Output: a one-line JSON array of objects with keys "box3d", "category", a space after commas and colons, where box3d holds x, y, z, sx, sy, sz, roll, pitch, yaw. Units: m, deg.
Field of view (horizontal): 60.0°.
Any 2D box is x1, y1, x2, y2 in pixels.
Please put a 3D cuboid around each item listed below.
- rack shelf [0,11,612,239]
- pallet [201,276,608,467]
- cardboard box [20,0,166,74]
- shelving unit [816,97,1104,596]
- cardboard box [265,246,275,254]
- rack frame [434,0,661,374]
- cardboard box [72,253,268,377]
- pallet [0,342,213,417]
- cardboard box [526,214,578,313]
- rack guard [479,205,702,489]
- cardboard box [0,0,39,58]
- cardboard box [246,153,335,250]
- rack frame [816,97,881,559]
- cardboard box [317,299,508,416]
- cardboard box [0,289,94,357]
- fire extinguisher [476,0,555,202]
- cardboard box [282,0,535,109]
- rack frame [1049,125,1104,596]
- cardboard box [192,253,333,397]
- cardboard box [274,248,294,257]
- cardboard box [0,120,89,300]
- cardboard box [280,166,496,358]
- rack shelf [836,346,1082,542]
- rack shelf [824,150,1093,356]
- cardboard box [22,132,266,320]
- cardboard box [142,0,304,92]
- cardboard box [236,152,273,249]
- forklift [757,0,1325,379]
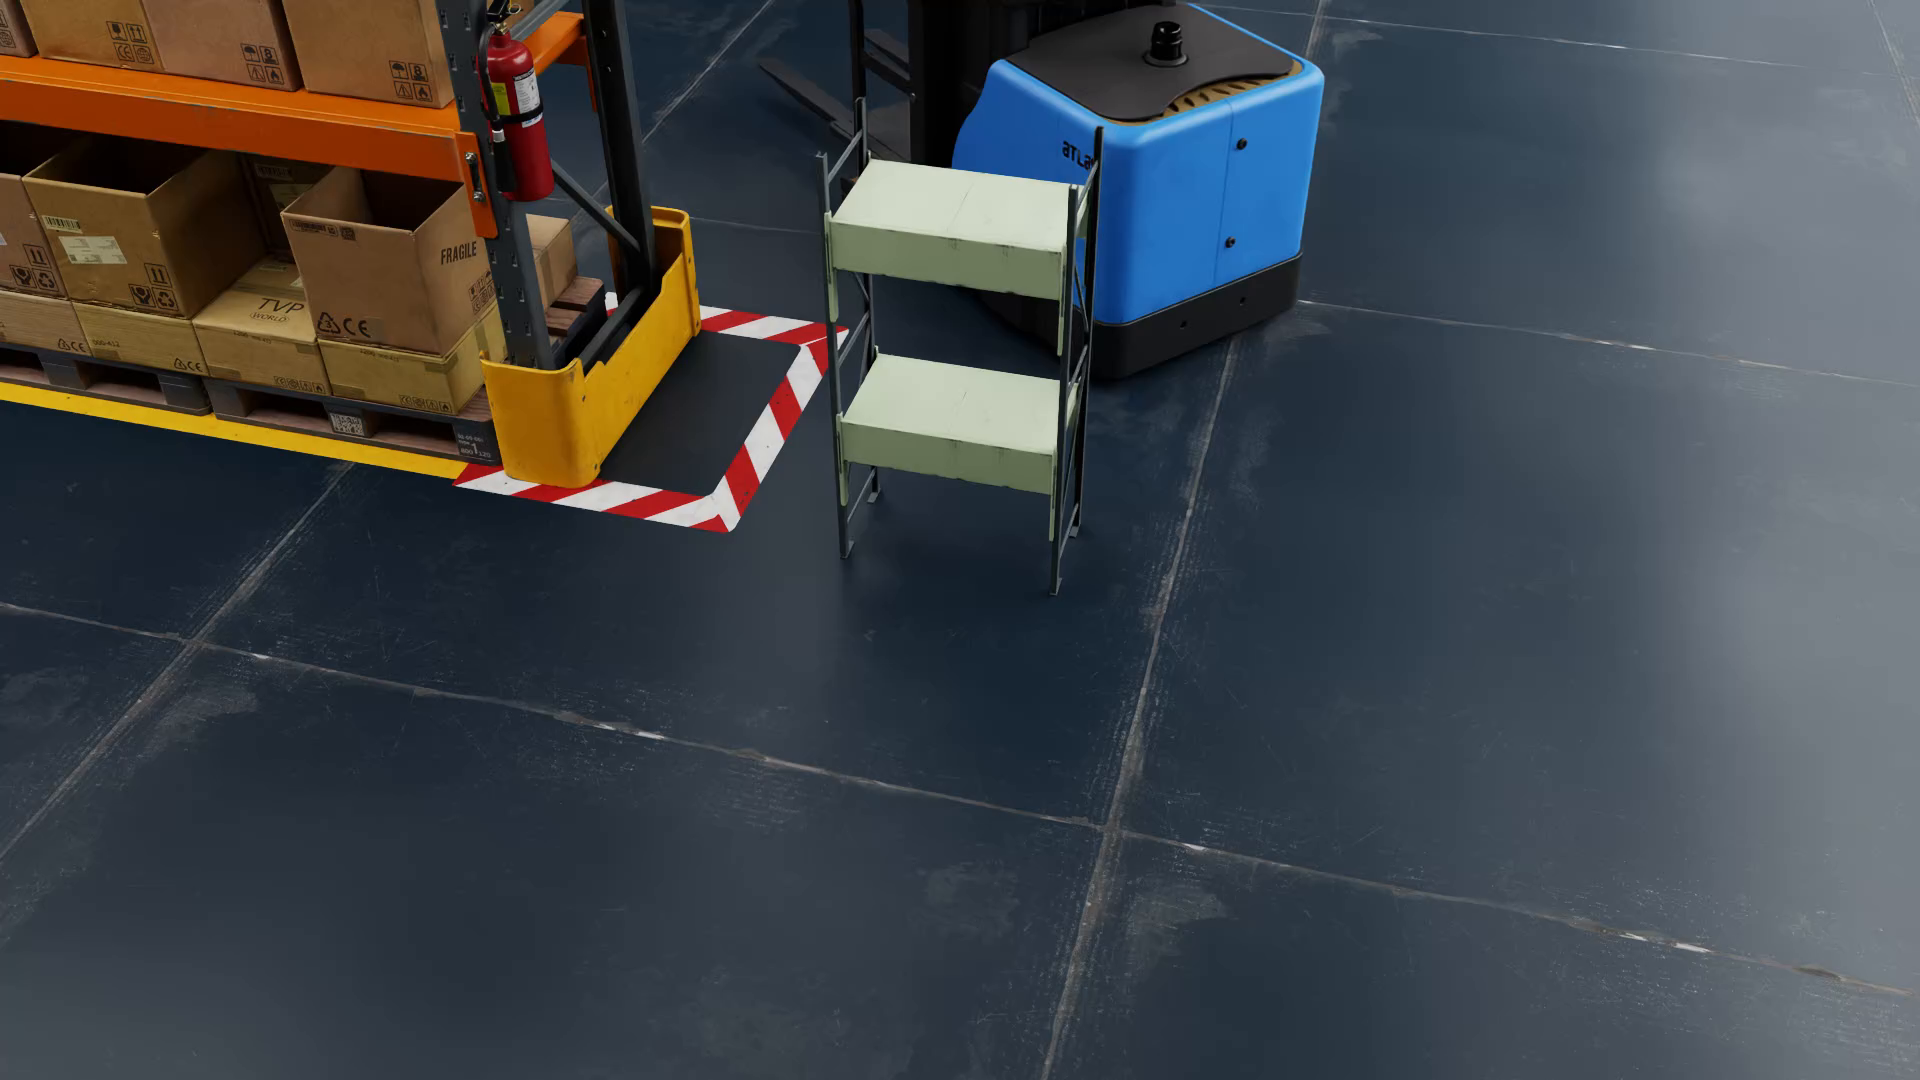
[{"box3d": [-3.312, -1.775, 6.090, 4.000, 0.370, 1.077, 10, 41, 11], "category": "rack shelf"}, {"box3d": [-2.129, -0.751, 6.480, 1.213, 0.211, 1.003, 10, 41, 11], "category": "pallet"}, {"box3d": [-2.814, -2.012, 5.736, 0.500, 0.500, 0.700, 10, 41, 12], "category": "cardboard box"}, {"box3d": [0.006, -0.573, 5.266, 0.755, 1.500, 0.431, 10, 41, 11], "category": "shelving unit"}, {"box3d": [-2.807, -1.217, 6.679, 0.500, 0.250, 0.500, 10, 41, 11], "category": "cardboard box"}, {"box3d": [-1.380, -1.718, 5.463, 0.127, 3.000, 1.000, 10, 41, 11], "category": "rack frame"}, {"box3d": [-2.944, -0.889, 6.288, 0.500, 0.250, 0.500, 10, 41, 11], "category": "cardboard box"}, {"box3d": [-3.304, -0.955, 6.723, 1.213, 0.211, 1.003, 10, 41, 11], "category": "pallet"}, {"box3d": [-1.840, -1.053, 6.483, 0.500, 0.250, 0.500, 10, 41, 11], "category": "cardboard box"}, {"box3d": [-1.357, -0.757, 6.262, 0.348, 0.500, 1.175, 10, 41, 11], "category": "rack guard"}, {"box3d": [-3.324, -2.097, 5.837, 0.500, 0.500, 0.700, 11, 41, 13], "category": "cardboard box"}, {"box3d": [-2.324, -1.422, 6.339, 0.500, 0.500, 0.500, 10, 41, 11], "category": "cardboard box"}, {"box3d": [-0.347, -0.634, 5.339, 0.023, 1.500, 0.400, 10, 41, 11], "category": "rack frame"}, {"box3d": [-1.974, -0.731, 6.100, 0.500, 0.250, 0.500, 10, 41, 11], "category": "cardboard box"}, {"box3d": [-3.426, -0.973, 6.388, 0.500, 0.250, 0.500, 10, 41, 11], "category": "cardboard box"}, {"box3d": [-1.386, -1.380, 5.121, 0.183, 0.674, 0.296, 10, 41, 11], "category": "fire extinguisher"}, {"box3d": [-1.828, -1.842, 5.533, 0.500, 0.500, 0.700, 10, 41, 11], "category": "cardboard box"}, {"box3d": [0.360, -0.512, 5.194, 0.023, 1.500, 0.400, 10, 41, 11], "category": "rack frame"}, {"box3d": [-2.460, -0.807, 6.190, 0.500, 0.250, 0.500, 10, 41, 11], "category": "cardboard box"}, {"box3d": [-2.324, -1.134, 6.579, 0.500, 0.250, 0.500, 10, 41, 11], "category": "cardboard box"}, {"box3d": [-3.427, -1.258, 6.144, 0.500, 0.500, 0.500, 10, 41, 11], "category": "cardboard box"}, {"box3d": [-1.975, -1.017, 5.857, 0.500, 0.500, 0.500, 10, 41, 11], "category": "cardboard box"}, {"box3d": [0.006, -0.324, 5.476, 0.720, 0.370, 0.431, 10, 41, 11], "category": "rack shelf"}, {"box3d": [0.006, -0.872, 5.015, 0.720, 0.370, 0.431, 10, 41, 11], "category": "rack shelf"}, {"box3d": [-2.945, -1.174, 6.044, 0.500, 0.500, 0.500, 10, 41, 11], "category": "cardboard box"}, {"box3d": [-2.336, -1.926, 5.633, 0.500, 0.500, 0.700, 11, 41, 13], "category": "cardboard box"}, {"box3d": [-2.810, -1.497, 6.429, 0.500, 0.500, 0.500, 10, 41, 11], "category": "cardboard box"}, {"box3d": [0.126, -2.650, 6.626, 1.130, 2.935, 3.031, -24, 46, -26], "category": "forklift"}]
